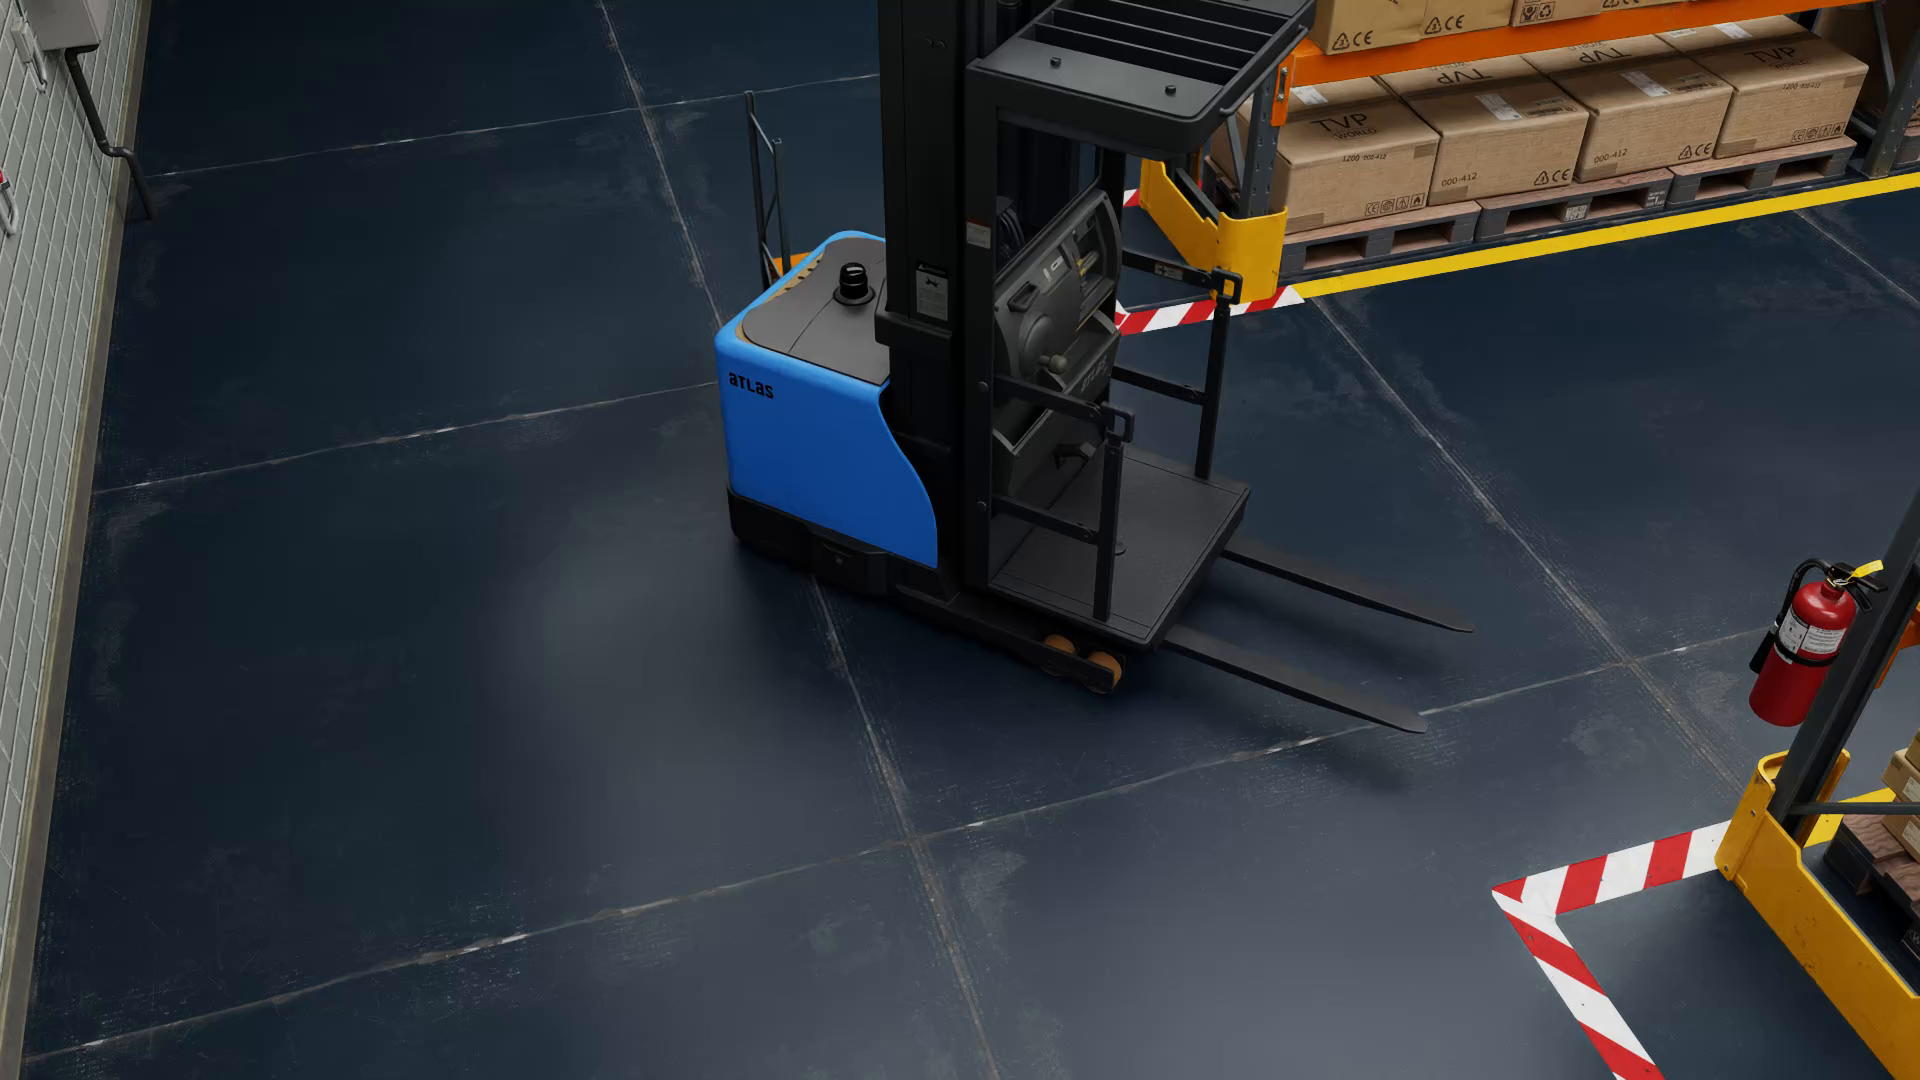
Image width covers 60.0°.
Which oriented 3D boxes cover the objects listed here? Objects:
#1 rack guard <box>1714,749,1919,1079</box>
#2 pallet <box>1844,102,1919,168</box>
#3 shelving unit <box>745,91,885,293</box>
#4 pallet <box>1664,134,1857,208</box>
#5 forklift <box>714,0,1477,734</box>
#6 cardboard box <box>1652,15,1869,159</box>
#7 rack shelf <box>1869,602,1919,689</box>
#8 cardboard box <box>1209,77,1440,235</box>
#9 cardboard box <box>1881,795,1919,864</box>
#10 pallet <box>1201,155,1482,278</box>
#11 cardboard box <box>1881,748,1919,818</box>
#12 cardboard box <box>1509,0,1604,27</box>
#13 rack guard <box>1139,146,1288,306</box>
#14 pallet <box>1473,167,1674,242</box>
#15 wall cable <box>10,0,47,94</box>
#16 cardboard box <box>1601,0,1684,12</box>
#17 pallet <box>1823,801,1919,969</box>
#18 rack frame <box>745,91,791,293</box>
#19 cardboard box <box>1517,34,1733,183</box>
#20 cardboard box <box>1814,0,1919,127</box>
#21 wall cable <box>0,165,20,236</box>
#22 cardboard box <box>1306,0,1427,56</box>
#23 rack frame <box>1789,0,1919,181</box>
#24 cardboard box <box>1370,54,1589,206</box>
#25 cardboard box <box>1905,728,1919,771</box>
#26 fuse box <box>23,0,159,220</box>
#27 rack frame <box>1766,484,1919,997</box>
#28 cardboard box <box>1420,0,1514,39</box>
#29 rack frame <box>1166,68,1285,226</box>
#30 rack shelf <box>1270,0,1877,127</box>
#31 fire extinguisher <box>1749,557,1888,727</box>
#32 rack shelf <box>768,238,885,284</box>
[{"bbox_3d":[3.015,1.271,5.416,0.348,0.500,1.175,-12,42,-13],"label":"rack guard"},{"bbox_3d":[5.888,-2.682,10.160,1.213,0.211,1.003,-12,42,-13],"label":"pallet"},{"bbox_3d":[-0.363,-1.334,7.637,1.083,1.500,0.587,-13,43,-15],"label":"shelving unit"},{"bbox_3d":[4.426,-2.381,9.815,1.213,0.211,1.003,-12,42,-13],"label":"pallet"},{"bbox_3d":[0.549,-0.903,6.055,3.031,2.935,1.130,20,45,21],"label":"forklift"},{"bbox_3d":[4.543,-2.669,9.654,0.875,0.438,0.875,-12,43,-14],"label":"cardboard box"},{"bbox_3d":[4.850,0.220,5.265,4.000,0.370,1.077,-12,42,-13],"label":"rack shelf"},{"bbox_3d":[1.959,-2.129,9.035,0.875,0.438,0.875,-13,43,-15],"label":"cardboard box"},{"bbox_3d":[3.382,1.025,5.645,0.250,0.149,0.380,-11,42,-12],"label":"cardboard box"},{"bbox_3d":[2.098,-1.899,9.263,1.213,0.211,1.003,-12,42,-13],"label":"pallet"},{"bbox_3d":[3.360,0.864,5.602,0.250,0.149,0.380,-13,43,-14],"label":"cardboard box"},{"bbox_3d":[2.868,-2.901,8.215,0.500,0.500,0.500,-12,43,-13],"label":"cardboard box"},{"bbox_3d":[1.336,-1.796,8.926,0.348,0.500,1.175,-12,42,-13],"label":"rack guard"},{"bbox_3d":[3.260,-2.138,9.537,1.213,0.211,1.003,-12,42,-13],"label":"pallet"},{"bbox_3d":[-4.449,-2.883,7.498,0.122,1.984,0.588,-12,42,-13],"label":"wall cable"},{"bbox_3d":[3.341,-3.011,8.340,0.500,0.500,0.500,-10,42,-12],"label":"cardboard box"},{"bbox_3d":[3.801,1.241,5.669,1.213,0.211,1.003,-12,42,-13],"label":"pallet"},{"bbox_3d":[-0.832,-1.223,7.510,0.032,1.500,0.500,-13,43,-15],"label":"rack frame"},{"bbox_3d":[3.690,-2.492,9.451,0.875,0.438,0.875,-13,43,-14],"label":"cardboard box"},{"bbox_3d":[5.742,-3.063,9.772,0.875,0.875,0.875,-10,42,-12],"label":"cardboard box"},{"bbox_3d":[-4.012,-2.008,6.472,0.123,1.953,0.585,-12,42,-13],"label":"wall cable"},{"bbox_3d":[1.903,-2.695,7.978,0.500,0.500,0.500,-12,43,-13],"label":"cardboard box"},{"bbox_3d":[5.175,-3.533,9.014,0.127,3.000,1.000,-12,42,-13],"label":"rack frame"},{"bbox_3d":[2.829,-2.315,9.248,0.875,0.438,0.875,-11,42,-12],"label":"cardboard box"},{"bbox_3d":[3.371,0.772,5.482,0.250,0.149,0.380,-11,42,-13],"label":"cardboard box"},{"bbox_3d":[-4.504,-2.475,8.782,0.414,1.711,0.539,-12,42,-13],"label":"fuse box"},{"bbox_3d":[2.943,0.344,4.576,0.127,3.000,1.000,-12,42,-13],"label":"rack frame"},{"bbox_3d":[2.377,-2.812,8.113,0.500,0.500,0.500,-12,43,-14],"label":"cardboard box"},{"bbox_3d":[1.359,-2.742,8.109,0.127,3.000,1.000,-12,42,-13],"label":"rack frame"},{"bbox_3d":[3.267,-2.867,8.798,4.000,0.370,1.077,-12,42,-13],"label":"rack shelf"},{"bbox_3d":[2.564,0.274,4.999,0.183,0.674,0.296,-12,42,-13],"label":"fire extinguisher"},{"bbox_3d":[-0.354,-1.201,7.758,1.000,0.185,0.538,-13,43,-15],"label":"rack shelf"}]
